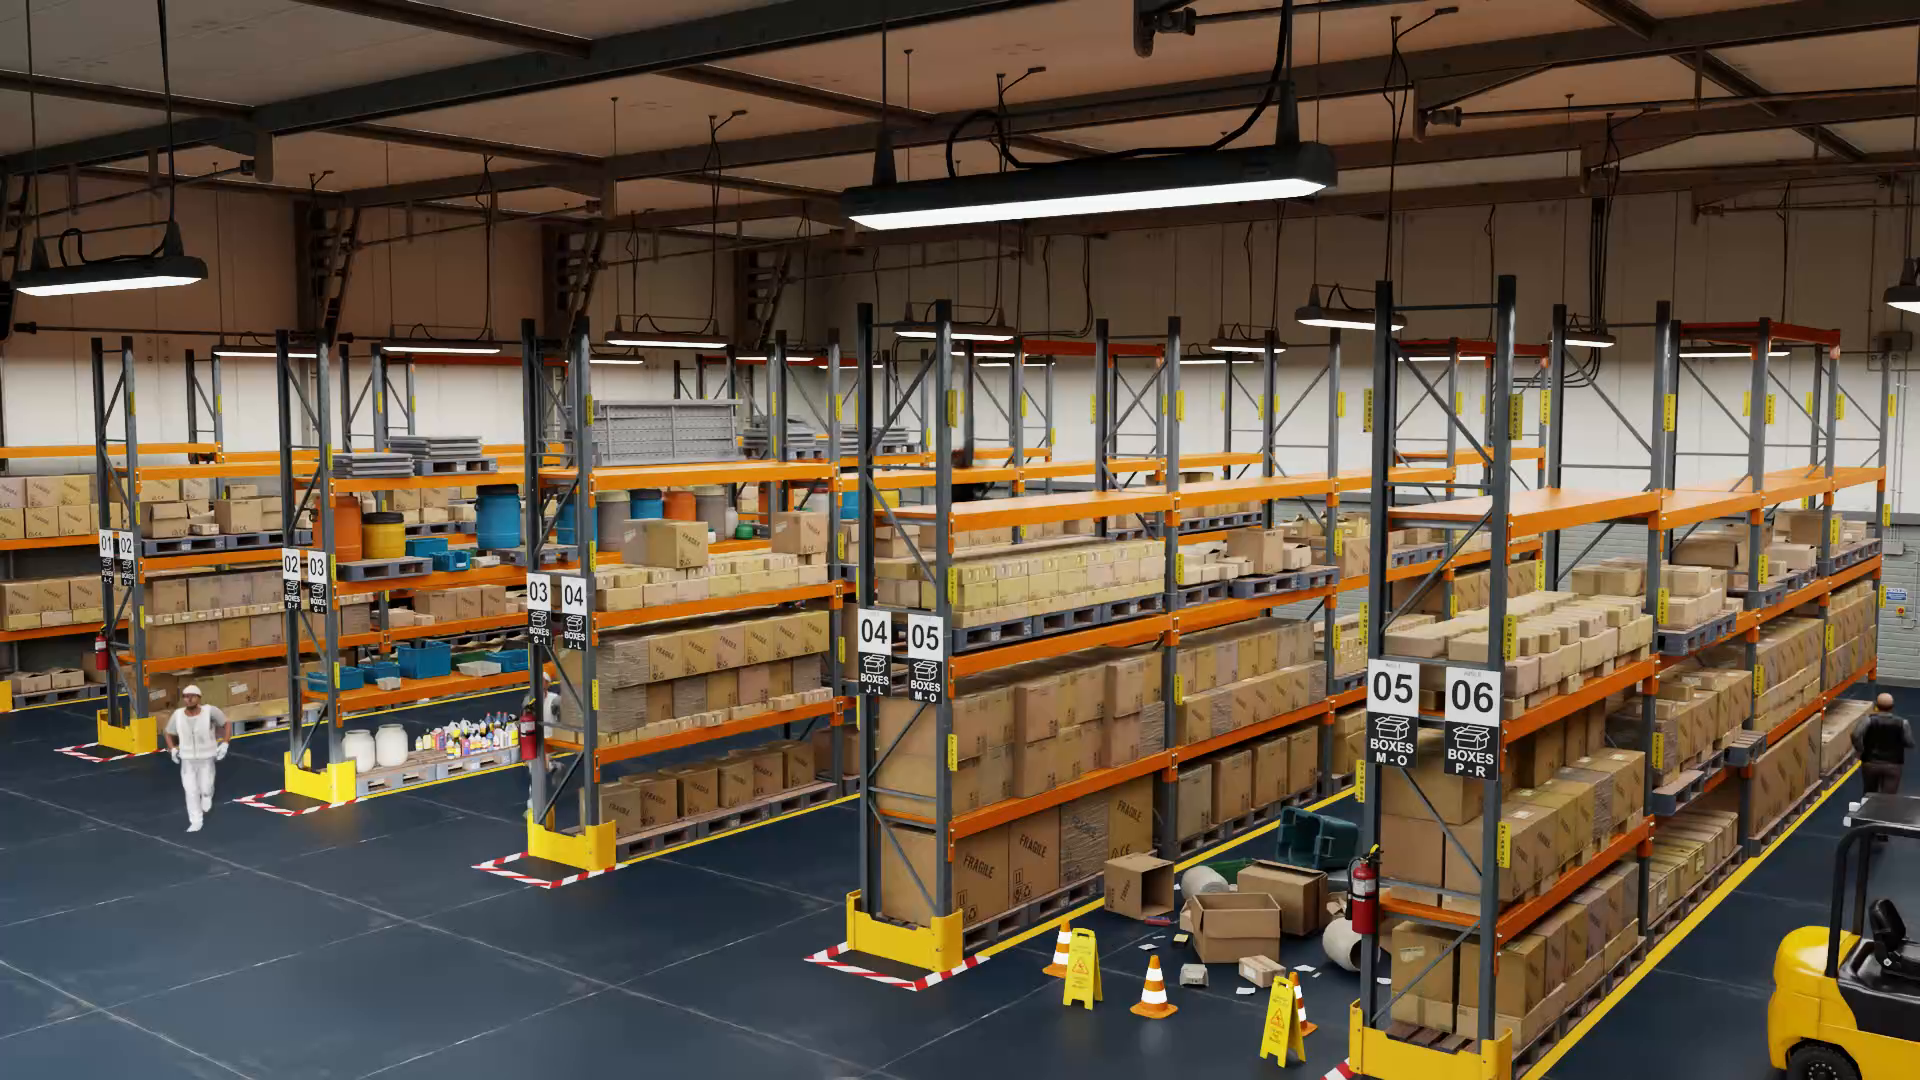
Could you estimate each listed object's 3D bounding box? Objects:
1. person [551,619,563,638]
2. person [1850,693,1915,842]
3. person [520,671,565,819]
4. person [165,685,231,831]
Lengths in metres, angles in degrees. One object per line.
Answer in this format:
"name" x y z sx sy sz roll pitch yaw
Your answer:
"person" -7.911 1.407 33.040 0.734 1.809 1.030 4 6 39
"person" 10.602 2.635 19.135 0.641 1.770 0.740 3 6 32
"person" -5.202 2.507 20.762 0.638 1.763 1.013 2 5 21
"person" -9.070 2.580 19.807 0.714 1.741 0.670 -1 5 -15
